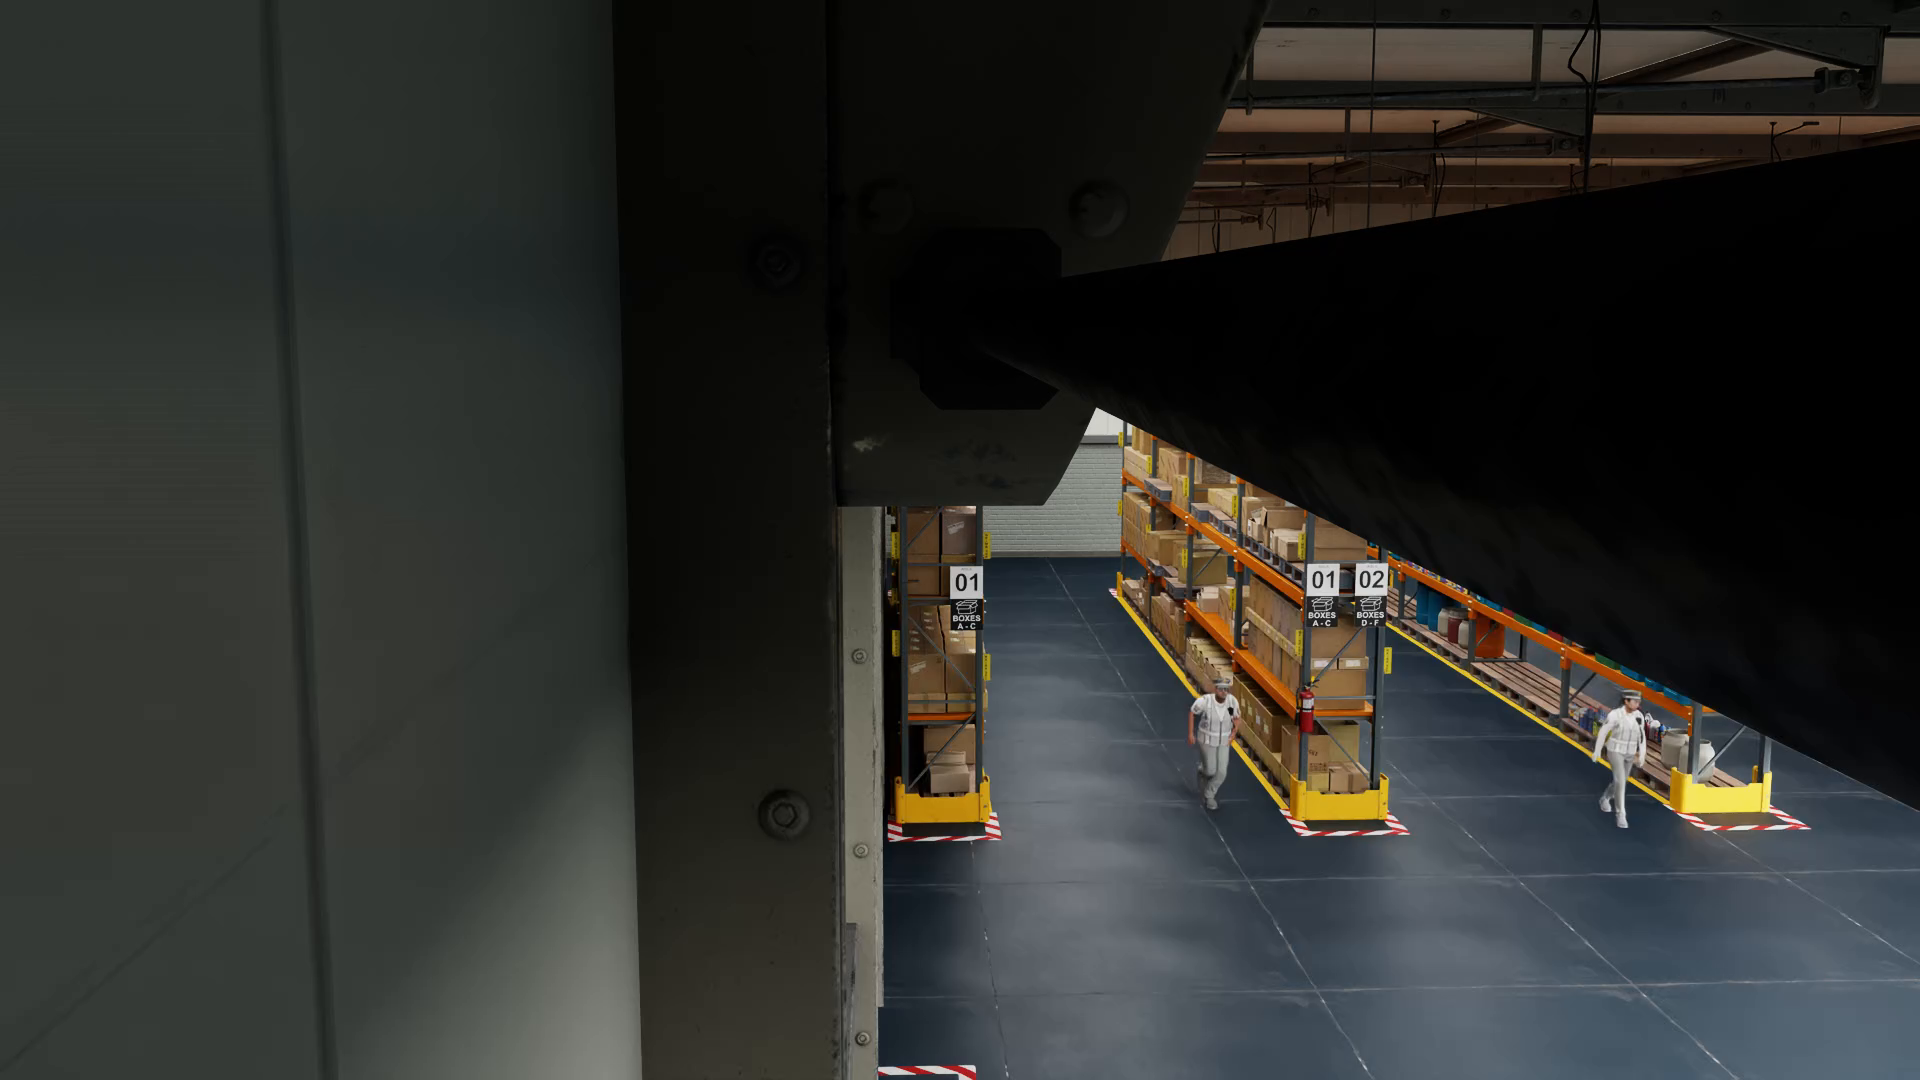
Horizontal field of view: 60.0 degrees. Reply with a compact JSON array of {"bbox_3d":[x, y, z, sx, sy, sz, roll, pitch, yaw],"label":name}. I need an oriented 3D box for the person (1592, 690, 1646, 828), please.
[{"bbox_3d":[8.180,2.648,20.565,0.645,1.628,0.868,-2,8,-11],"label":"person"}]

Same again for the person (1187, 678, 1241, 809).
[{"bbox_3d":[3.234,2.534,21.146,0.647,1.714,0.683,-2,8,-16],"label":"person"}]
